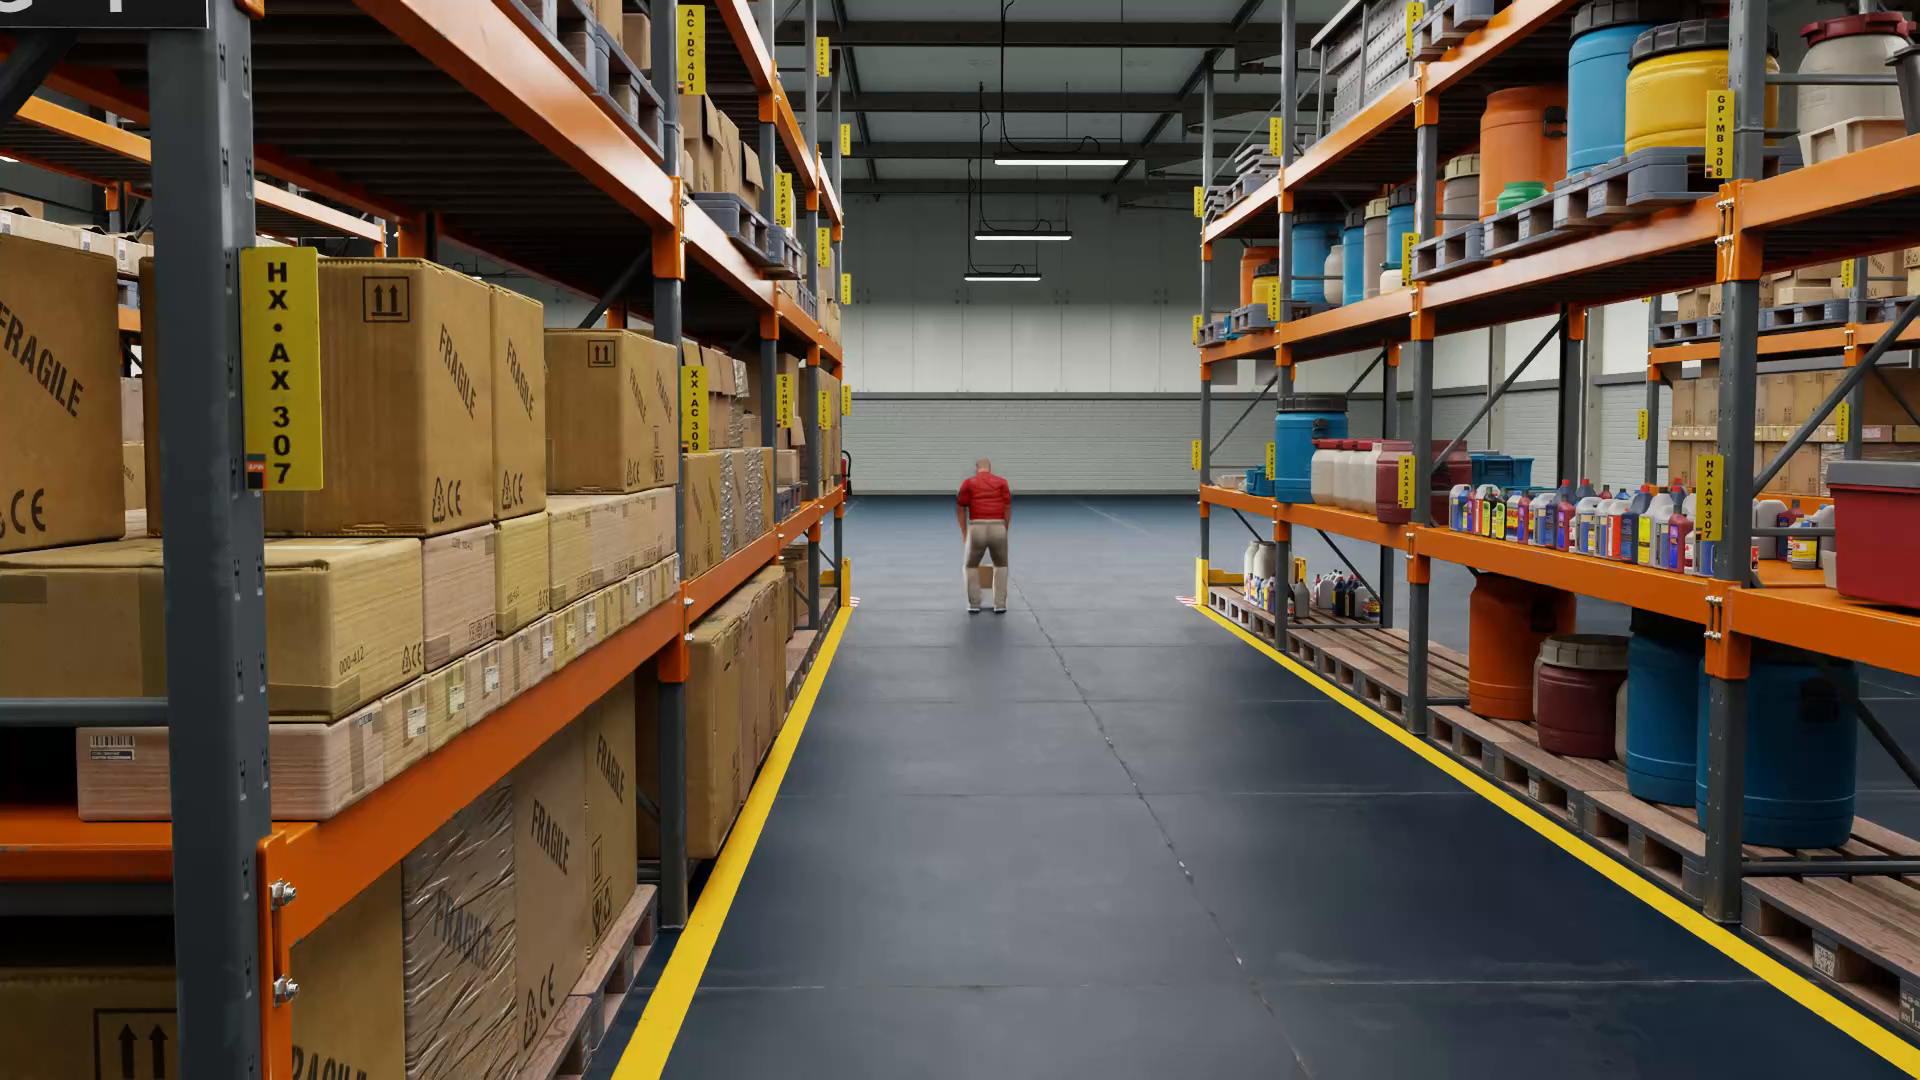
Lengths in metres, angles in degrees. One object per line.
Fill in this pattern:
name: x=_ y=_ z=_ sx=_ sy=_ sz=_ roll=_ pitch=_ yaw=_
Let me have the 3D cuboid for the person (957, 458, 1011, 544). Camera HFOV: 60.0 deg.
person: x=0.254 y=-0.387 z=17.523 sx=0.571 sy=0.941 sz=0.446 roll=0 pitch=4 yaw=0
